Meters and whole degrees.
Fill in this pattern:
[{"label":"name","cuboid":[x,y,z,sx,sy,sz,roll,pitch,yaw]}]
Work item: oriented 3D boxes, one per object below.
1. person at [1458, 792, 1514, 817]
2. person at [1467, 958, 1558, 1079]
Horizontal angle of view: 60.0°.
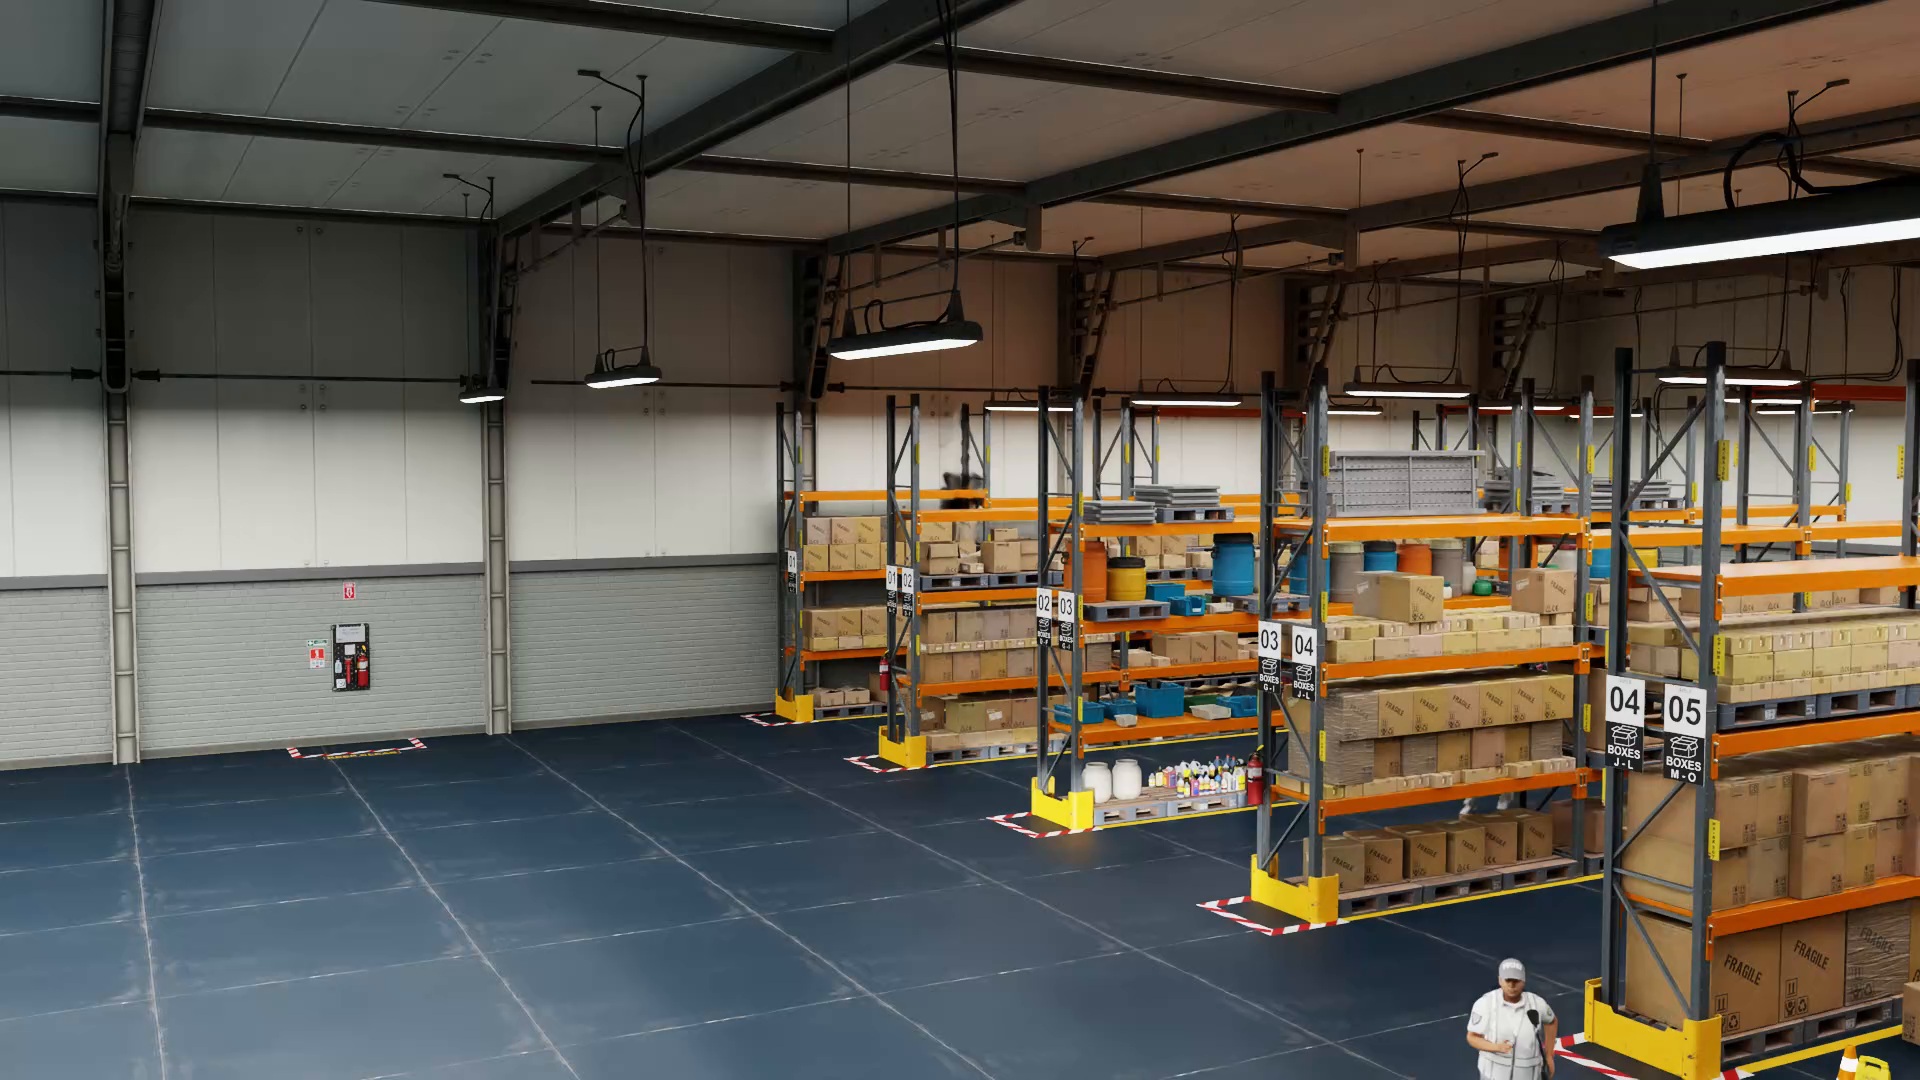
[{"label":"person","cuboid":[7.375,2.944,23.247,0.983,1.797,0.689,-2,4,-37]},{"label":"person","cuboid":[3.757,3.690,11.329,0.589,1.723,0.858,1,3,18]}]
